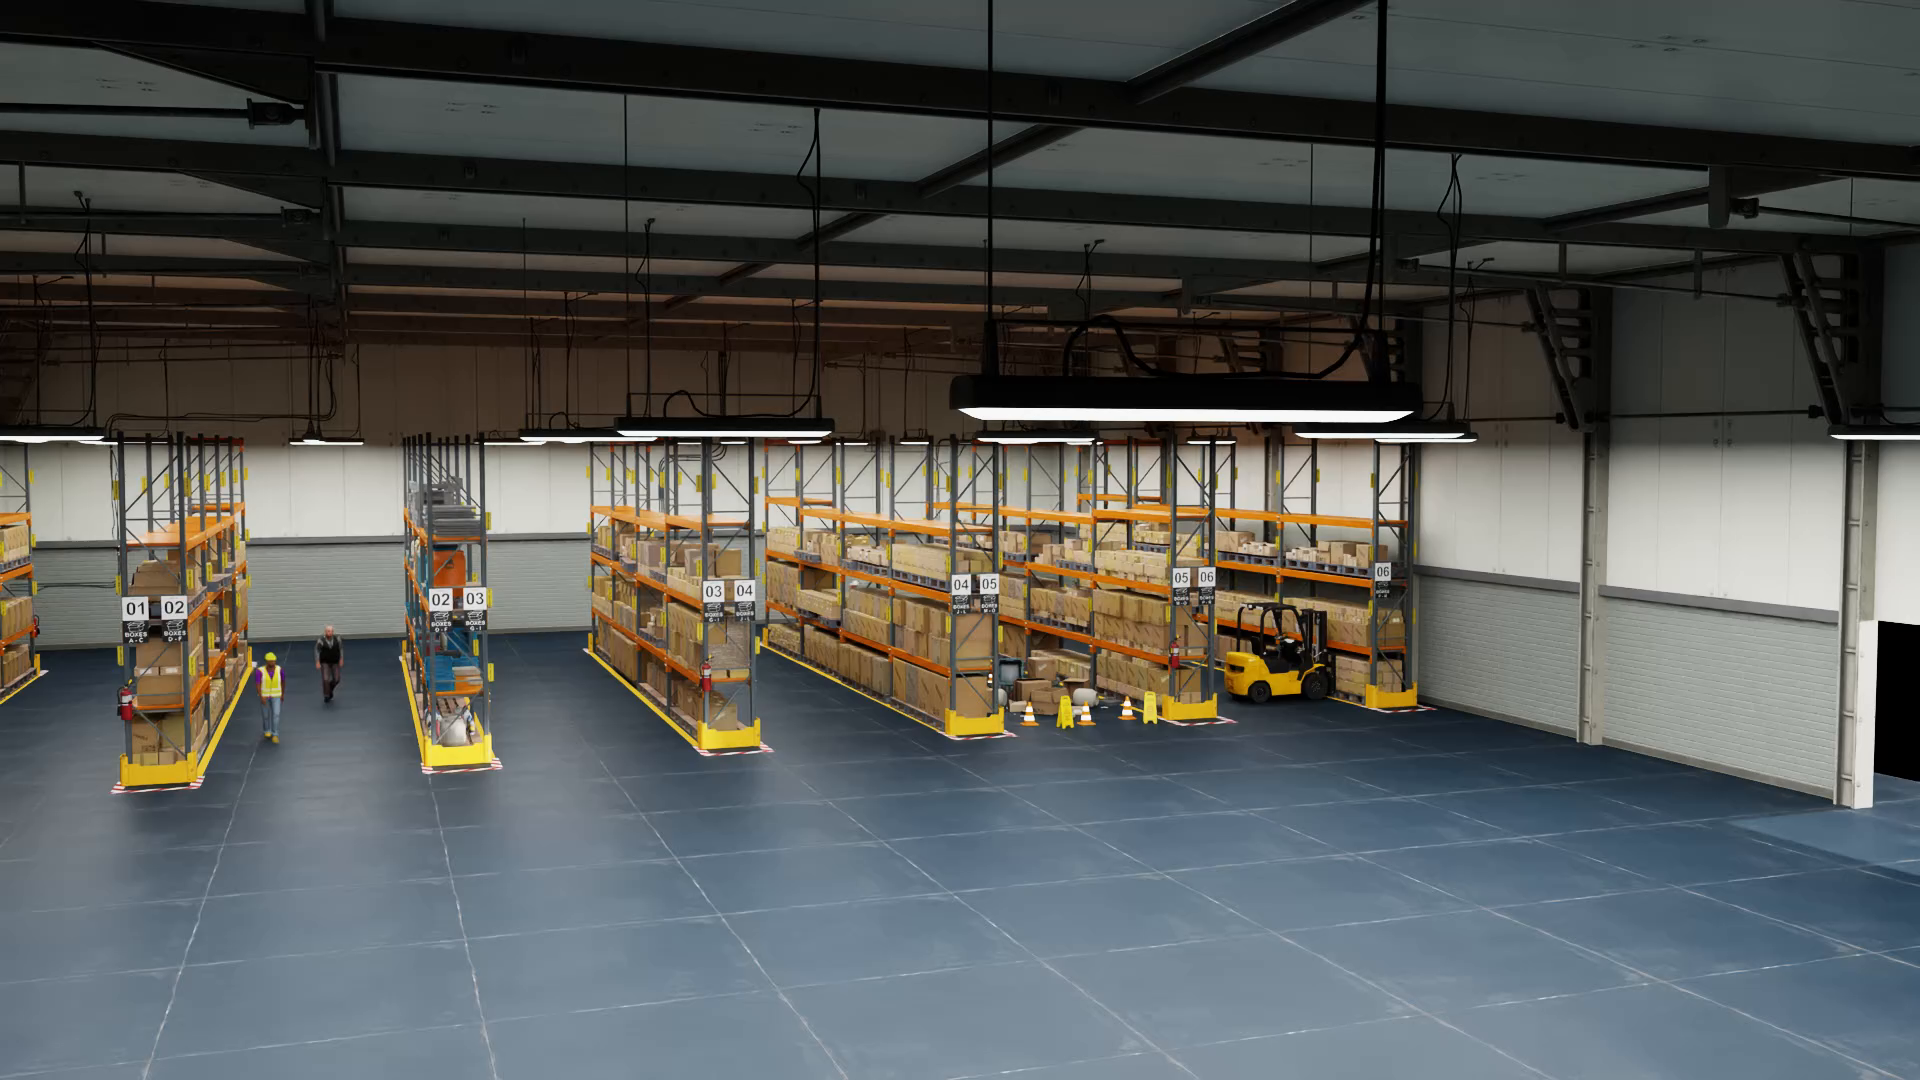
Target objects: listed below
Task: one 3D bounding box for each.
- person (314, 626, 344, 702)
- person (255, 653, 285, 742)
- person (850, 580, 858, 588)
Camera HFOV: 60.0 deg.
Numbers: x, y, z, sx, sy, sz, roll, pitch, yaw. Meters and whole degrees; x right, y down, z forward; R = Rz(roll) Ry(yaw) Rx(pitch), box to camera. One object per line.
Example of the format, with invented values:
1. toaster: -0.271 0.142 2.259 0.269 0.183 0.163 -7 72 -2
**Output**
1. person: -14.306 2.792 37.690 0.632 1.706 0.597 -2 4 -32
2. person: -13.445 3.051 32.436 0.562 1.710 0.974 -2 4 -29
3. person: -3.090 2.091 49.208 0.397 1.794 0.595 0 3 -6
